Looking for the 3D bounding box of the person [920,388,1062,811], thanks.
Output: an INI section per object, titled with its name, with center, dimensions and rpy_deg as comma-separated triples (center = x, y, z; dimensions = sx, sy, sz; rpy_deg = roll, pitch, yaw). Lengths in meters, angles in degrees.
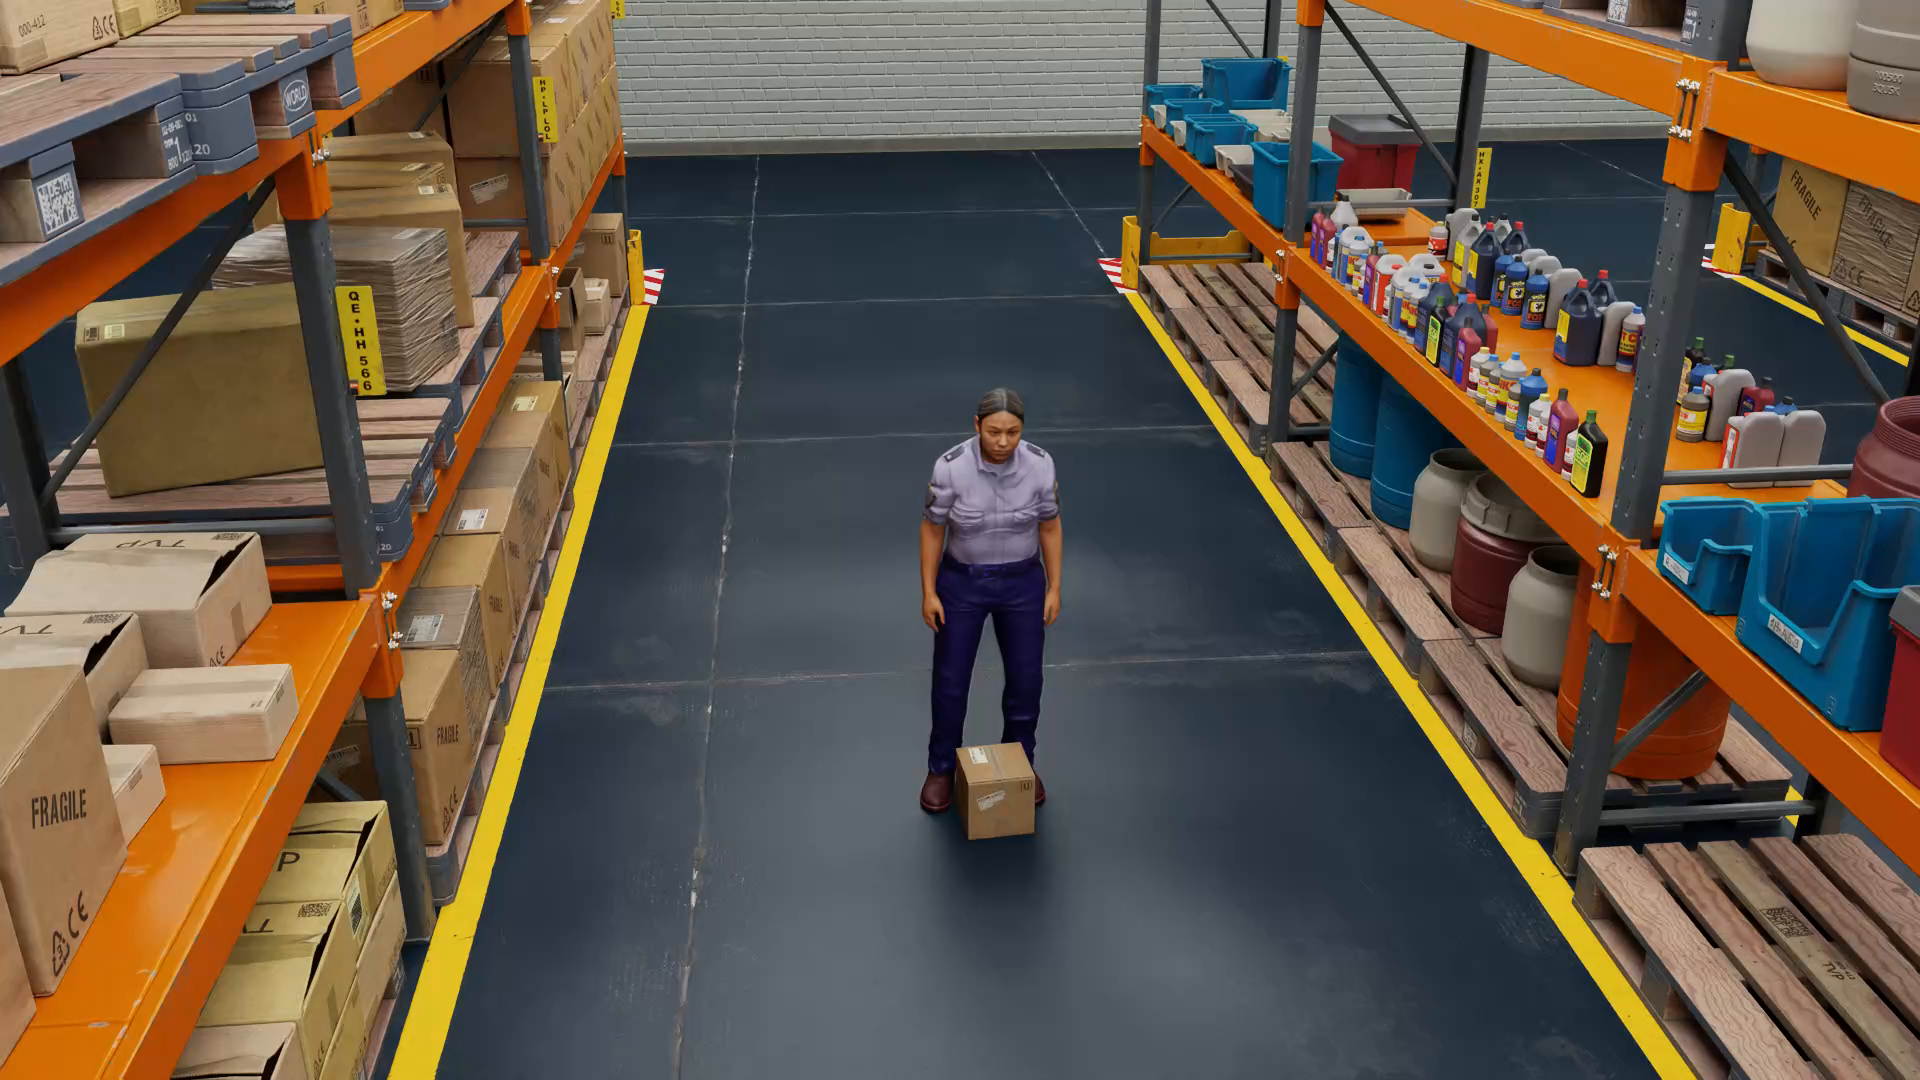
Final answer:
[person]
center = 0.107, 0.208, 6.159
dimensions = 0.547, 1.637, 0.367
rpy_deg = -3, 24, -6
